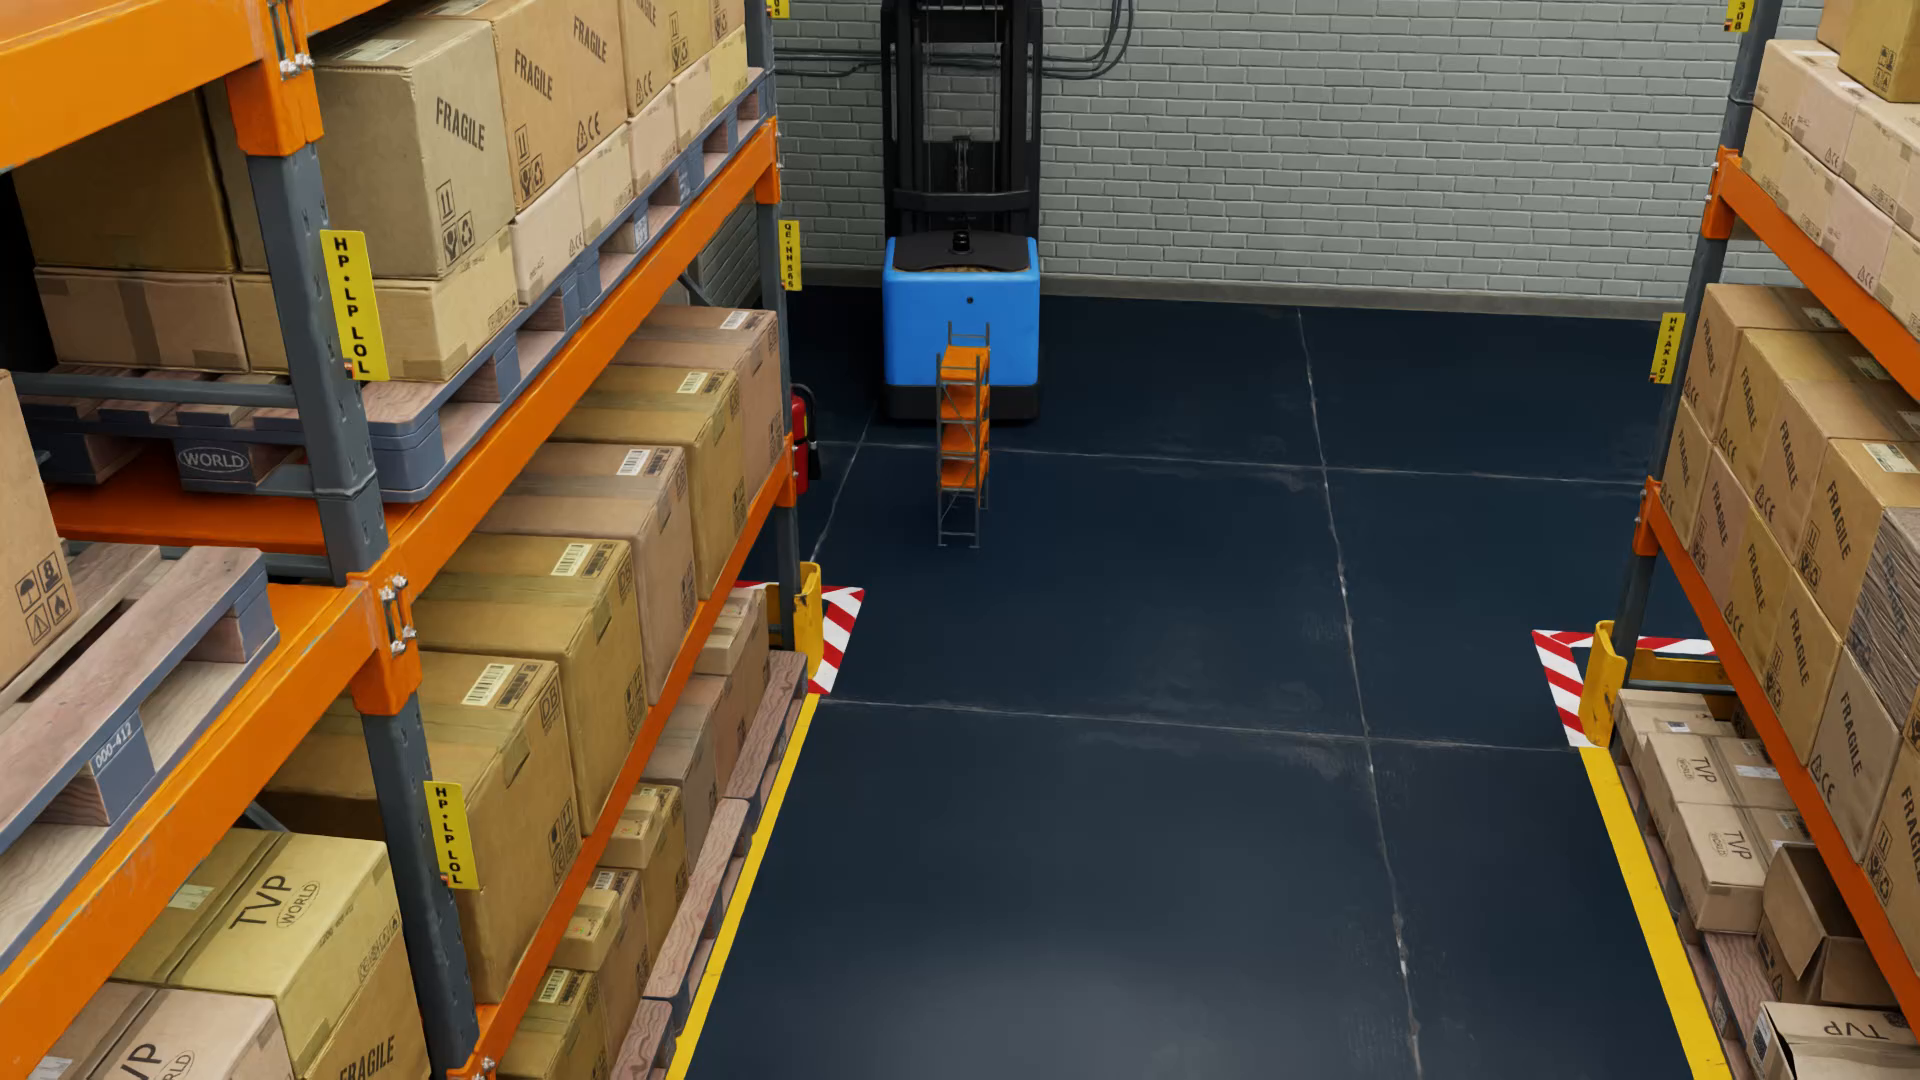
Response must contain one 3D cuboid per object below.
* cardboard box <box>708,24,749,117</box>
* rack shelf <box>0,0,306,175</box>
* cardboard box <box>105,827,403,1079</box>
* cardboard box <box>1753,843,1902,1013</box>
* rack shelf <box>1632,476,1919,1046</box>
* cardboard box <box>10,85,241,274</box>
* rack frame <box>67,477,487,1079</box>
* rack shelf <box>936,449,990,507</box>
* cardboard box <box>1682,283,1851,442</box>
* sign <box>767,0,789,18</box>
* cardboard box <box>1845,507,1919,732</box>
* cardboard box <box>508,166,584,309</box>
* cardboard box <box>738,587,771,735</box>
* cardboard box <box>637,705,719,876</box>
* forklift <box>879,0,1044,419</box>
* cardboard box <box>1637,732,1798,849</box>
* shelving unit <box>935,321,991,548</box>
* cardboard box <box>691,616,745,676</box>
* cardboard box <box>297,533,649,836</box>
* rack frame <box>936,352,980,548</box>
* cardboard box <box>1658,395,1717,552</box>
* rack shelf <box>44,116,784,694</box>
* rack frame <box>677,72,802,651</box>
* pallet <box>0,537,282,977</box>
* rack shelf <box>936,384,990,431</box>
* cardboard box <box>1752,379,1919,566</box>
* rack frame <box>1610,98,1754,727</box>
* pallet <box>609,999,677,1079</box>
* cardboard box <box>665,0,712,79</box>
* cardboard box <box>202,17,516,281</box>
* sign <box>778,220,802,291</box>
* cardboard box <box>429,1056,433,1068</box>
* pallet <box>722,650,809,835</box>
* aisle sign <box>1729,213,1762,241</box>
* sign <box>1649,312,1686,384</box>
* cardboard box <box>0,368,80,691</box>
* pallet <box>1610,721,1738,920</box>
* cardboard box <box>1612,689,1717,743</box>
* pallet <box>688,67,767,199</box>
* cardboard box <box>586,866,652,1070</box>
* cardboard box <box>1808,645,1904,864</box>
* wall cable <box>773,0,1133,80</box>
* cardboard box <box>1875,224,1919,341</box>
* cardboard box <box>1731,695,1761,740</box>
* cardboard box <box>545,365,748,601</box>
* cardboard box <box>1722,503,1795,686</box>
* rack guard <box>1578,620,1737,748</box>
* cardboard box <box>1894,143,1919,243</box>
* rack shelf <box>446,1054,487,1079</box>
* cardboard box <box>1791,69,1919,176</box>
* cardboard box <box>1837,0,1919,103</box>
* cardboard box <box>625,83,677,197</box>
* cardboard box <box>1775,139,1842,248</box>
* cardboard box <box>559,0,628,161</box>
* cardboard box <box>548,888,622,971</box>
[{"bbox_3d":[-1.131,-1.829,6.429,0.500,0.250,0.500,4,29,8],"label":"cardboard box"},{"bbox_3d":[-2.040,-0.029,1.497,1.077,0.370,4.000,3,28,6],"label":"rack shelf"},{"bbox_3d":[-1.599,0.898,3.689,0.500,0.250,0.500,4,29,7],"label":"cardboard box"},{"bbox_3d":[3.347,1.484,6.001,0.797,0.503,0.637,3,28,6],"label":"cardboard box"},{"bbox_3d":[3.367,0.839,5.789,1.077,0.370,4.000,3,28,6],"label":"rack shelf"},{"bbox_3d":[-1.941,-0.978,4.060,0.500,0.500,0.500,3,28,6],"label":"cardboard box"},{"bbox_3d":[-1.795,1.177,4.402,1.000,3.000,0.127,3,28,6],"label":"rack frame"},{"bbox_3d":[0.020,-0.372,9.736,0.258,0.148,0.480,3,28,6],"label":"rack shelf"},{"bbox_3d":[3.296,-0.710,6.746,0.500,0.500,0.500,4,29,8],"label":"cardboard box"},{"bbox_3d":[-0.768,-2.343,6.923,0.100,0.325,0.005,3,28,6],"label":"sign"},{"bbox_3d":[3.049,0.248,4.968,0.500,0.500,0.500,4,29,7],"label":"cardboard box"},{"bbox_3d":[-1.372,-0.855,4.622,0.500,0.250,0.500,3,28,5],"label":"cardboard box"},{"bbox_3d":[-1.292,0.545,7.768,0.700,0.500,0.500,3,28,6],"label":"cardboard box"},{"bbox_3d":[-1.414,1.018,6.891,0.700,0.500,0.500,2,28,5],"label":"cardboard box"},{"bbox_3d":[0.013,-2.750,11.764,1.130,2.935,3.031,0,28,0],"label":"forklift"},{"bbox_3d":[3.202,1.072,7.032,0.500,0.250,0.500,3,28,6],"label":"cardboard box"},{"bbox_3d":[0.020,-0.606,9.610,0.258,1.200,0.503,3,28,6],"label":"shelving unit"},{"bbox_3d":[-1.157,0.451,7.259,0.380,0.149,0.250,4,29,8],"label":"cardboard box"},{"bbox_3d":[-1.618,0.448,5.440,0.980,0.700,0.700,3,28,5],"label":"cardboard box"},{"bbox_3d":[-0.010,-0.491,9.397,0.240,1.200,0.015,3,28,6],"label":"rack frame"},{"bbox_3d":[3.296,-0.270,6.983,0.500,0.500,0.500,4,29,7],"label":"cardboard box"},{"bbox_3d":[-1.550,-0.768,5.608,1.077,0.370,4.000,3,28,6],"label":"rack shelf"},{"bbox_3d":[-1.305,-0.705,7.897,1.000,3.000,0.127,3,28,6],"label":"rack frame"},{"bbox_3d":[-1.859,0.376,2.929,0.805,0.209,1.217,2,28,4],"label":"pallet"},{"bbox_3d":[0.020,-0.744,9.536,0.258,0.148,0.480,3,28,6],"label":"rack shelf"},{"bbox_3d":[3.173,-0.228,5.851,0.500,0.500,0.500,4,29,7],"label":"cardboard box"},{"bbox_3d":[3.612,-0.419,7.366,1.000,3.000,0.127,3,28,6],"label":"rack frame"},{"bbox_3d":[-1.624,2.052,5.719,1.003,0.211,1.213,3,28,6],"label":"pallet"},{"bbox_3d":[-1.196,-1.924,5.815,0.500,0.500,0.500,4,29,8],"label":"cardboard box"},{"bbox_3d":[-1.430,-0.955,4.017,0.500,0.500,0.500,3,28,6],"label":"cardboard box"},{"bbox_3d":[-0.768,-1.281,7.495,0.100,0.325,0.005,3,28,6],"label":"sign"},{"bbox_3d":[-1.817,1.518,5.278,0.380,0.149,0.250,3,28,6],"label":"cardboard box"},{"bbox_3d":[-1.325,0.903,7.851,1.003,0.211,1.213,3,28,6],"label":"pallet"},{"bbox_3d":[3.329,-1.613,6.840,0.394,0.787,0.004,3,28,6],"label":"aisle sign"},{"bbox_3d":[3.073,-0.832,7.219,0.100,0.325,0.005,3,28,6],"label":"sign"},{"bbox_3d":[-2.012,0.027,2.805,0.700,0.500,0.500,2,28,3],"label":"cardboard box"},{"bbox_3d":[3.506,1.220,7.264,1.003,0.211,1.213,3,28,6],"label":"pallet"},{"bbox_3d":[3.219,0.819,7.609,0.380,0.149,0.250,3,28,6],"label":"cardboard box"},{"bbox_3d":[-1.386,-1.637,6.557,1.003,0.211,1.213,3,28,6],"label":"pallet"},{"bbox_3d":[-1.537,1.511,5.976,0.700,0.500,0.500,3,28,6],"label":"cardboard box"},{"bbox_3d":[3.051,0.685,5.211,0.500,0.500,0.500,4,29,7],"label":"cardboard box"},{"bbox_3d":[-0.257,-4.621,12.114,3.097,2.526,0.112,3,28,6],"label":"wall cable"},{"bbox_3d":[3.108,-0.741,4.958,0.500,0.250,0.500,3,28,6],"label":"cardboard box"},{"bbox_3d":[3.790,0.758,7.353,0.500,0.500,0.500,3,28,6],"label":"cardboard box"},{"bbox_3d":[-1.436,-0.254,6.742,0.980,0.700,0.700,3,28,6],"label":"cardboard box"},{"bbox_3d":[3.173,0.209,6.093,0.500,0.500,0.500,3,28,6],"label":"cardboard box"},{"bbox_3d":[3.602,0.717,7.892,1.175,0.500,0.348,3,28,6],"label":"rack guard"},{"bbox_3d":[3.102,-0.961,4.840,0.500,0.250,0.500,3,28,6],"label":"cardboard box"},{"bbox_3d":[-2.040,2.436,2.825,1.077,0.370,4.000,3,28,6],"label":"rack shelf"},{"bbox_3d":[3.222,-1.432,5.714,0.500,0.250,0.500,3,28,6],"label":"cardboard box"},{"bbox_3d":[3.420,-1.751,5.515,0.700,0.500,0.500,3,28,6],"label":"cardboard box"},{"bbox_3d":[-1.253,-1.338,5.519,0.500,0.250,0.500,3,28,5],"label":"cardboard box"},{"bbox_3d":[3.222,-1.212,5.833,0.500,0.250,0.500,3,28,6],"label":"cardboard box"},{"bbox_3d":[-1.318,-1.431,4.899,0.500,0.500,0.500,4,29,7],"label":"cardboard box"},{"bbox_3d":[-1.379,1.311,5.663,0.380,0.149,0.250,4,29,8],"label":"cardboard box"}]
